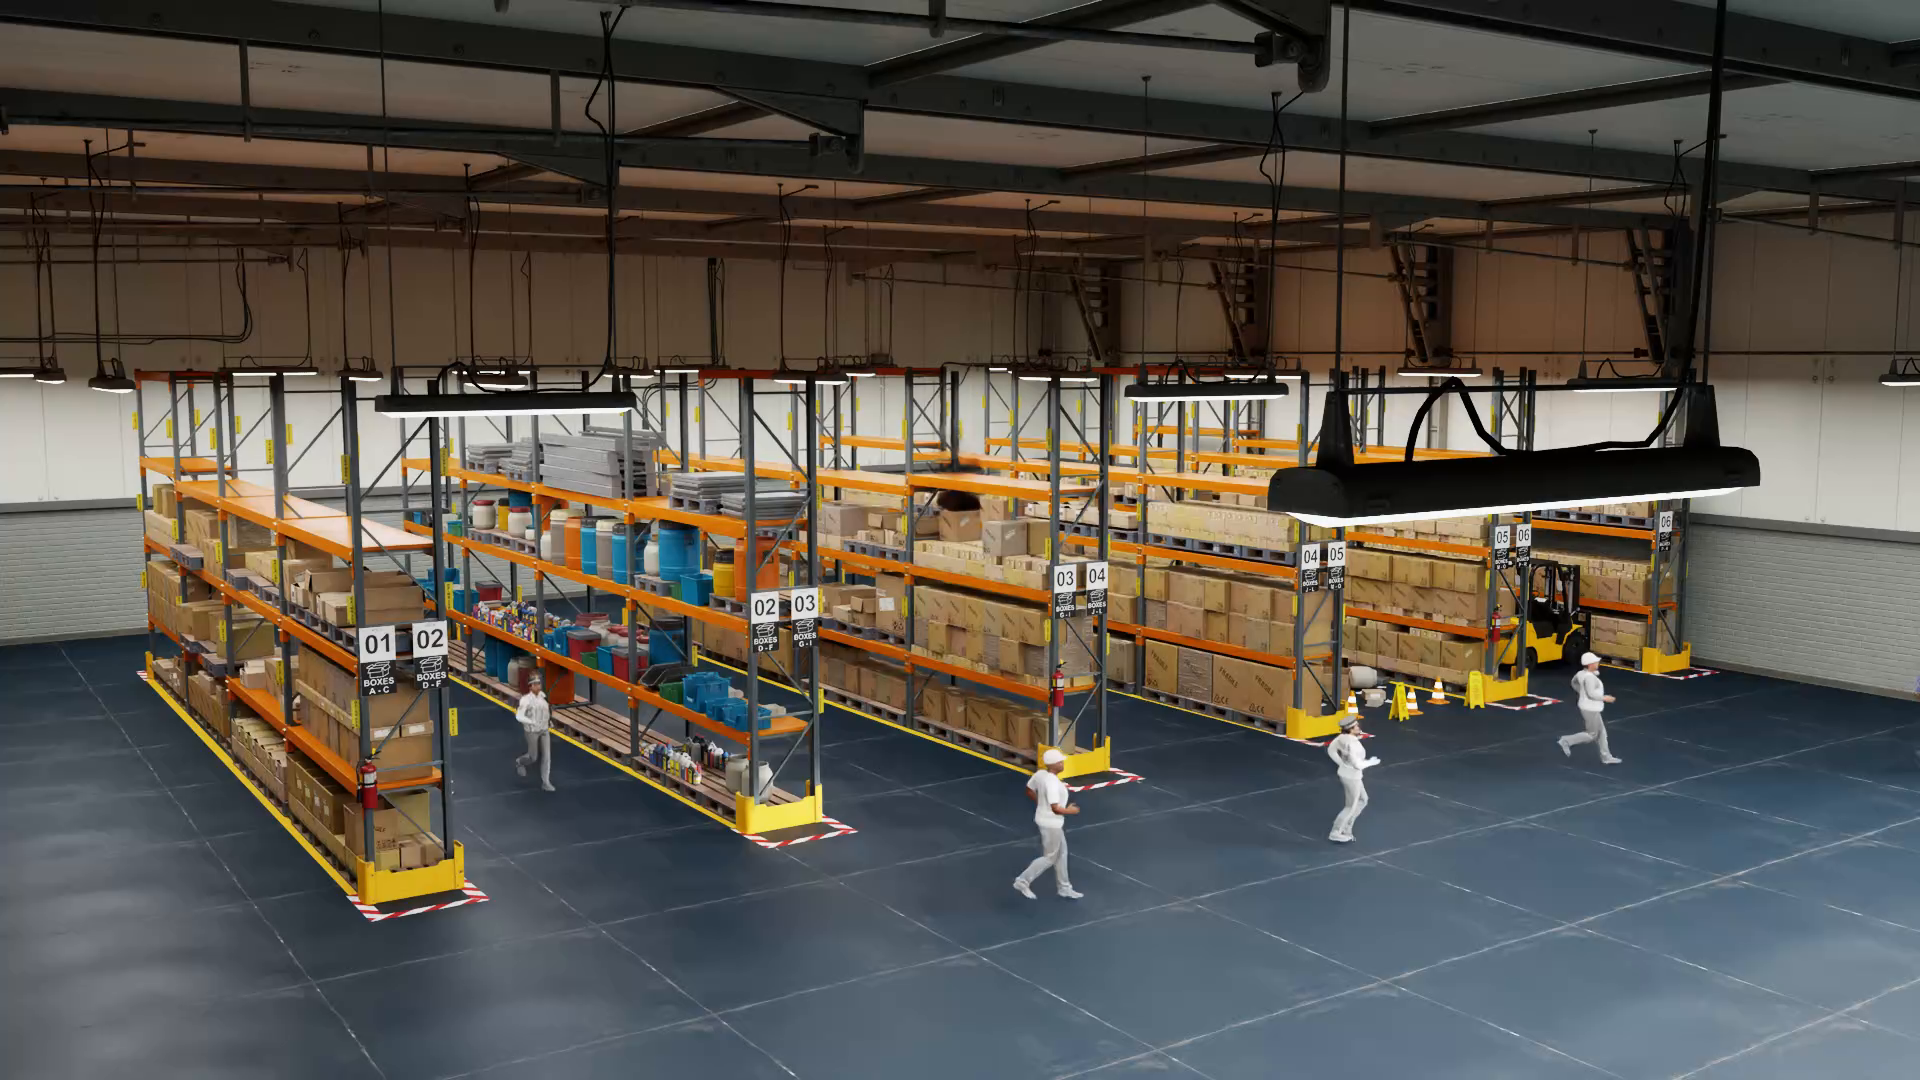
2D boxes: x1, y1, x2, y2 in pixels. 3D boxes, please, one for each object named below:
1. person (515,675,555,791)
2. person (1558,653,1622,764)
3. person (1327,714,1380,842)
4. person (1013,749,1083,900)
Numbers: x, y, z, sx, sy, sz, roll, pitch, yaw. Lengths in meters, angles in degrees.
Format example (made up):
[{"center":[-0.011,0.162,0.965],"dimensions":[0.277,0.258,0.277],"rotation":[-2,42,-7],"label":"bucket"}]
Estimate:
[{"center":[-6.144,2.767,24.133],"dimensions":[0.890,1.669,0.618],"rotation":[6,9,43],"label":"person"},{"center":[9.692,2.587,25.523],"dimensions":[0.984,1.743,0.677],"rotation":[1,7,10],"label":"person"},{"center":[5.075,3.086,21.439],"dimensions":[0.629,1.700,0.570],"rotation":[0,6,-4],"label":"person"},{"center":[1.023,3.290,19.168],"dimensions":[0.865,1.784,0.726],"rotation":[-1,7,-10],"label":"person"}]
